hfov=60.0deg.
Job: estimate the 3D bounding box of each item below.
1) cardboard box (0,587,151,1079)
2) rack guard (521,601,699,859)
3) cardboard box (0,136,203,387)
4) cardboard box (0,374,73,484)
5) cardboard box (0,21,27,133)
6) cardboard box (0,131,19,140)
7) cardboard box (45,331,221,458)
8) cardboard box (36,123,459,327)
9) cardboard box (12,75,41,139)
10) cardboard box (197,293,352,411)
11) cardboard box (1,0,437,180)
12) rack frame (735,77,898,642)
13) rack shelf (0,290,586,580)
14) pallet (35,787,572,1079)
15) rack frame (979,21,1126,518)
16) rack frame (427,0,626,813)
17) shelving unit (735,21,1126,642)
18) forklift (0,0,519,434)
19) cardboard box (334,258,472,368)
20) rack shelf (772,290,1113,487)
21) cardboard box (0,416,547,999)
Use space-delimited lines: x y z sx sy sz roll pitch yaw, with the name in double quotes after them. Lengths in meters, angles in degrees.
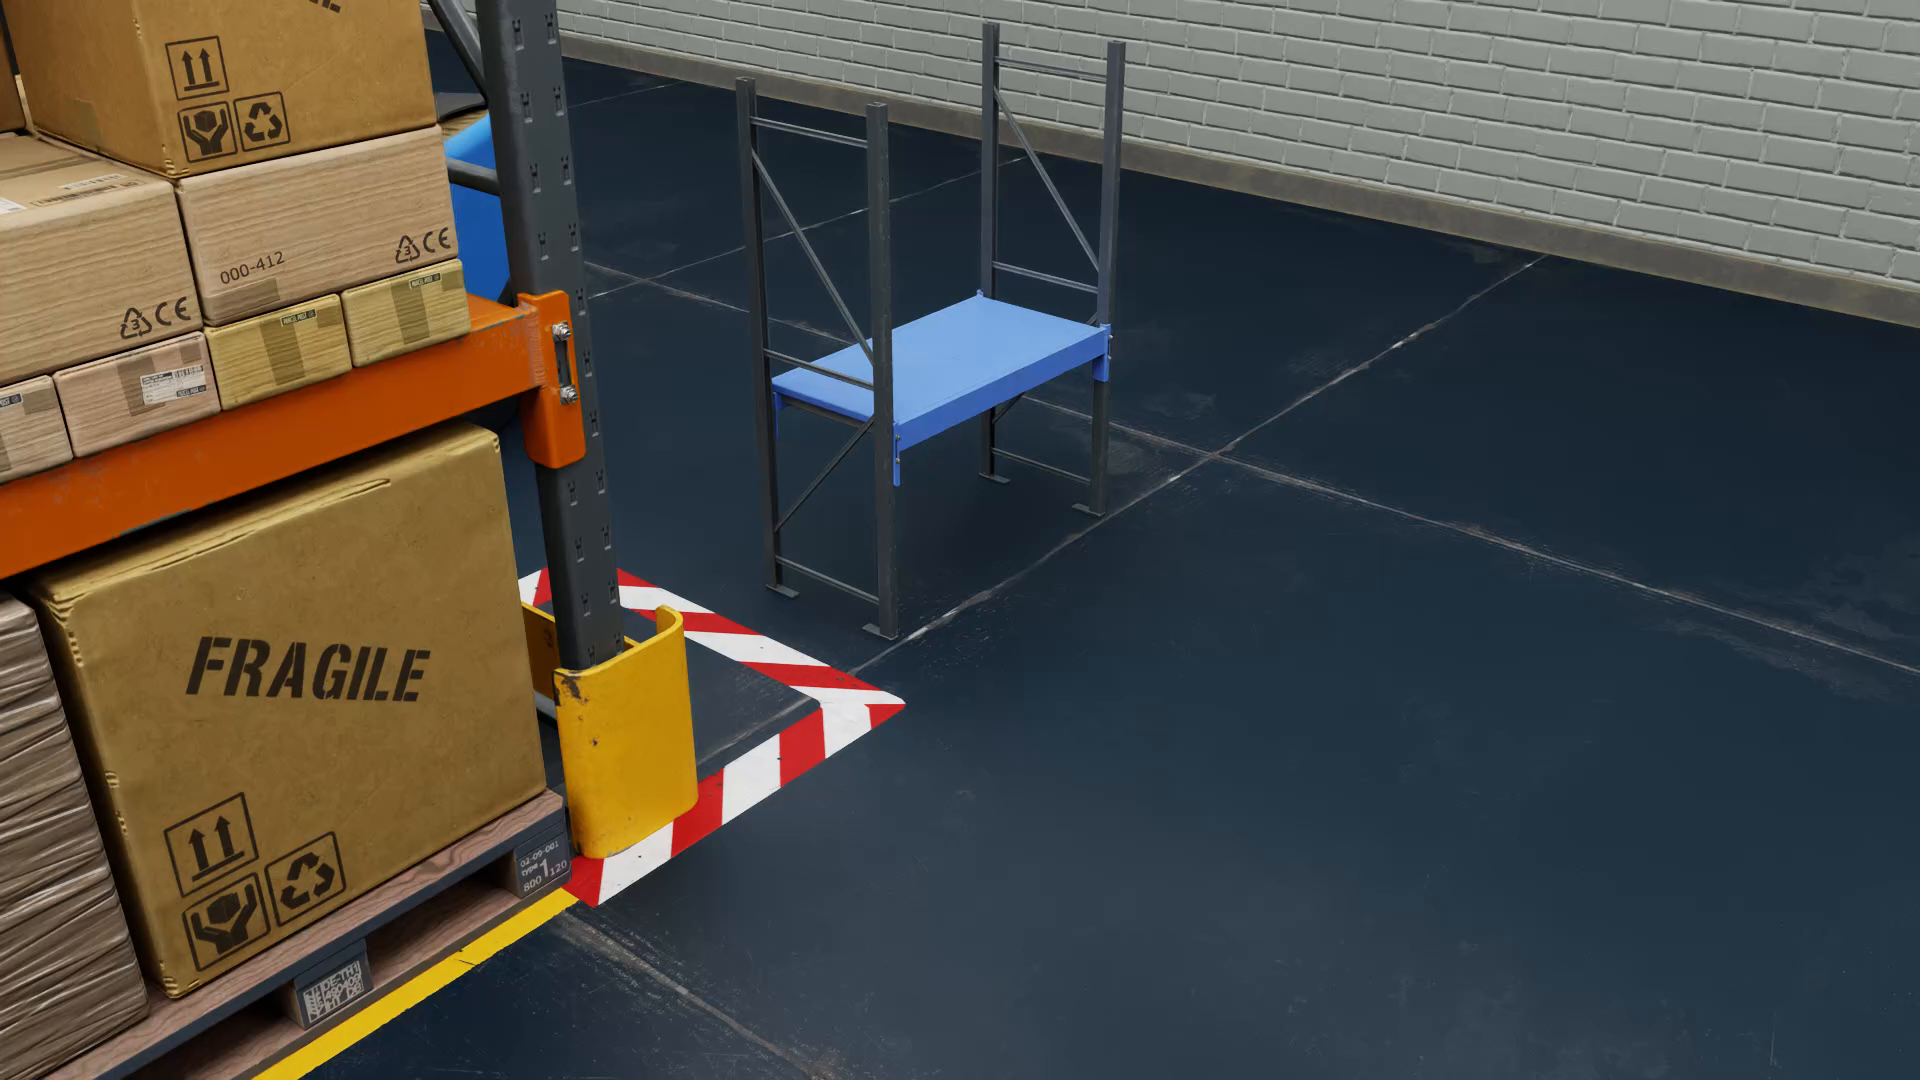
-2.108 0.522 2.832 0.875 0.875 0.875 21 34 34 "cardboard box"
-1.168 0.293 4.139 1.175 0.500 0.348 21 34 34 "rack guard"
-1.610 -0.445 2.685 0.500 0.250 0.500 20 33 34 "cardboard box"
-1.641 -0.204 2.654 0.380 0.149 0.250 21 34 35 "cardboard box"
-2.015 -0.938 2.823 0.500 0.500 0.500 20 33 33 "cardboard box"
-2.023 -0.596 2.978 0.500 0.250 0.500 20 34 34 "cardboard box"
-1.481 -0.292 2.824 0.380 0.149 0.250 21 34 35 "cardboard box"
-1.287 -0.624 3.032 0.500 0.250 0.500 20 33 34 "cardboard box"
-1.697 -0.783 3.338 0.500 0.250 0.500 20 33 33 "cardboard box"
-1.320 -0.382 2.996 0.380 0.149 0.250 21 34 35 "cardboard box"
-1.291 -0.957 2.859 0.500 0.500 0.500 21 34 35 "cardboard box"
-0.378 -0.456 4.499 0.500 1.500 0.032 21 34 34 "rack frame"
-2.456 0.220 2.342 1.077 0.370 4.000 21 34 34 "rack shelf"
-1.632 0.737 3.596 1.003 0.211 1.213 21 34 34 "pallet"
0.269 -0.816 5.195 0.500 1.500 0.032 21 34 34 "rack frame"
-1.183 -0.808 3.548 1.000 3.000 0.127 21 34 34 "rack frame"
-0.054 -0.636 4.847 0.538 1.500 1.048 21 34 34 "shelving unit"
-3.088 -1.833 5.604 3.031 2.935 1.130 3 28 6 "forklift"
-1.156 -0.474 3.176 0.380 0.149 0.250 22 34 35 "cardboard box"
-0.054 -0.476 4.930 0.538 0.185 1.000 21 34 34 "rack shelf"
-1.529 0.199 3.456 0.875 0.875 0.875 21 34 34 "cardboard box"
